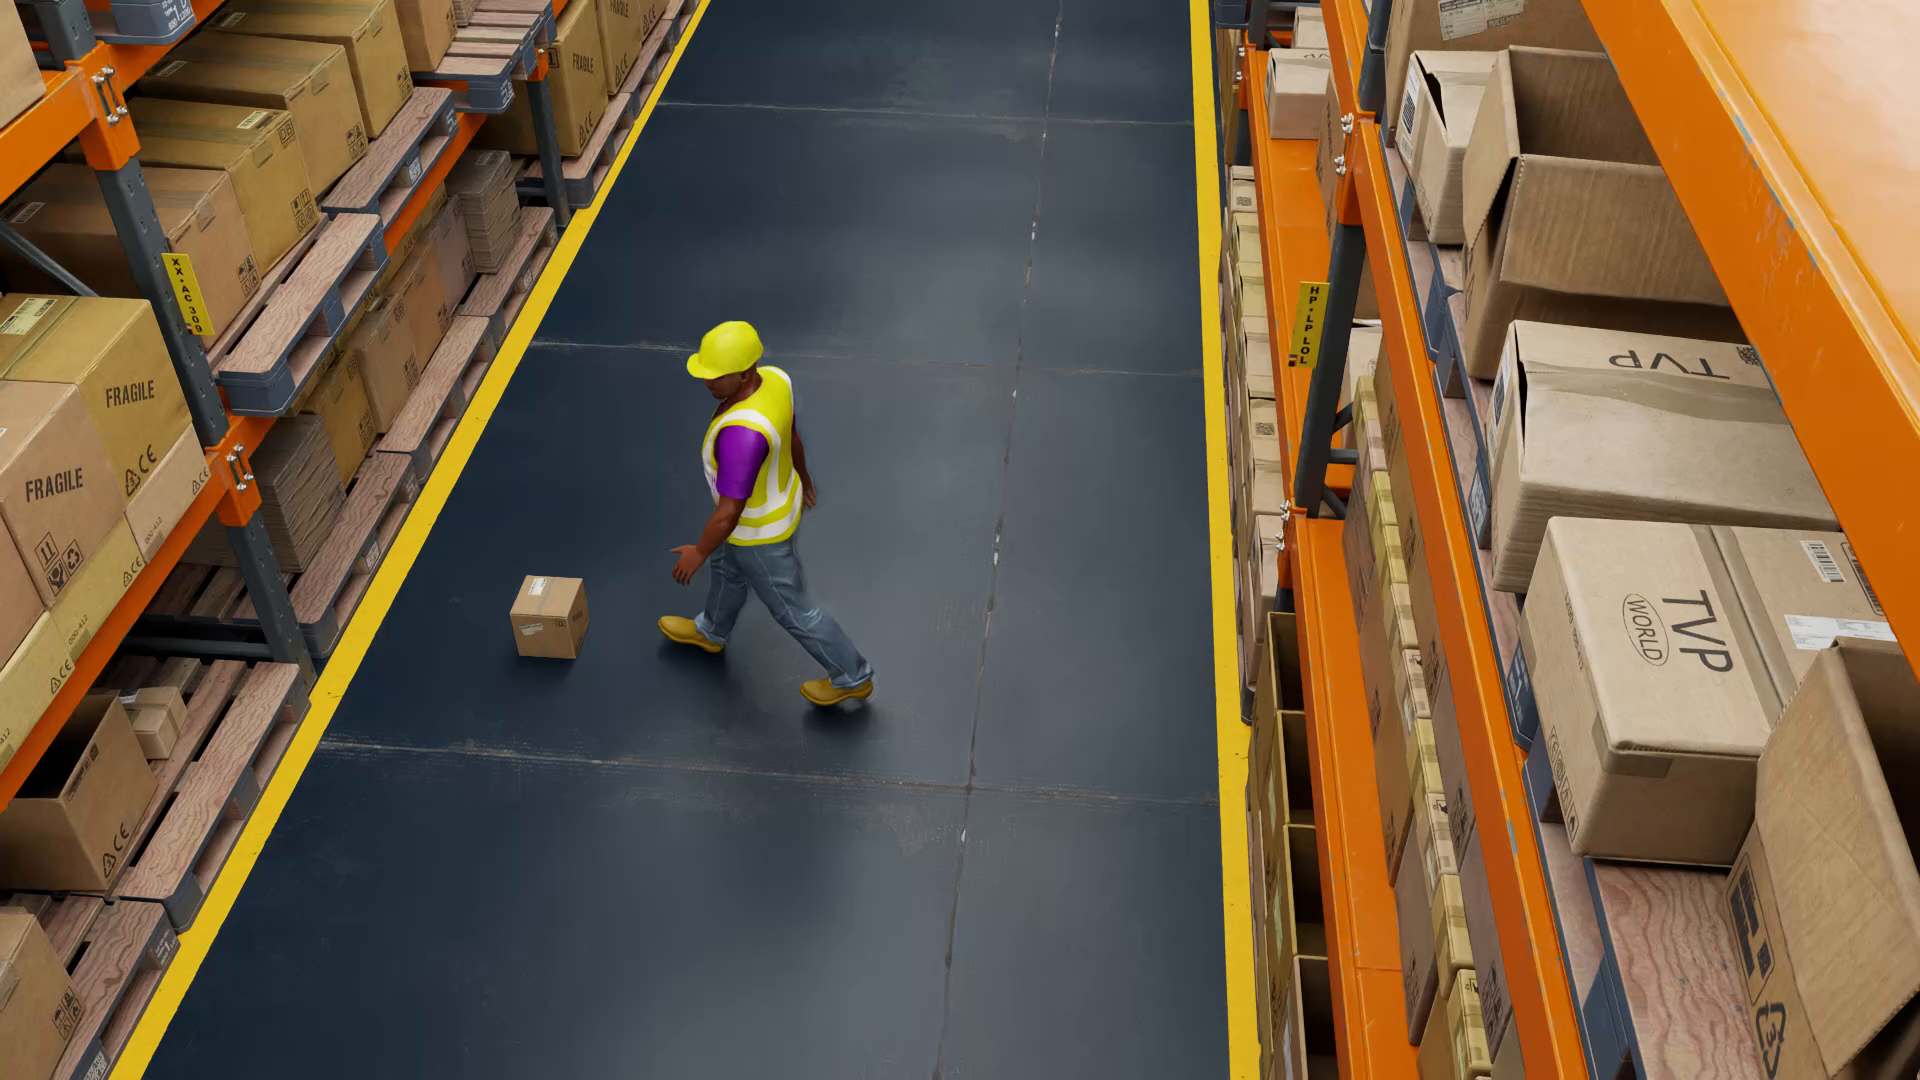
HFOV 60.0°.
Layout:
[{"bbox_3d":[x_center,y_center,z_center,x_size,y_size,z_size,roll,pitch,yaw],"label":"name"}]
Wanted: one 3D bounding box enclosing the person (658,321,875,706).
[{"bbox_3d":[-0.836,-0.102,6.554,0.996,1.734,0.700,4,40,5],"label":"person"}]
